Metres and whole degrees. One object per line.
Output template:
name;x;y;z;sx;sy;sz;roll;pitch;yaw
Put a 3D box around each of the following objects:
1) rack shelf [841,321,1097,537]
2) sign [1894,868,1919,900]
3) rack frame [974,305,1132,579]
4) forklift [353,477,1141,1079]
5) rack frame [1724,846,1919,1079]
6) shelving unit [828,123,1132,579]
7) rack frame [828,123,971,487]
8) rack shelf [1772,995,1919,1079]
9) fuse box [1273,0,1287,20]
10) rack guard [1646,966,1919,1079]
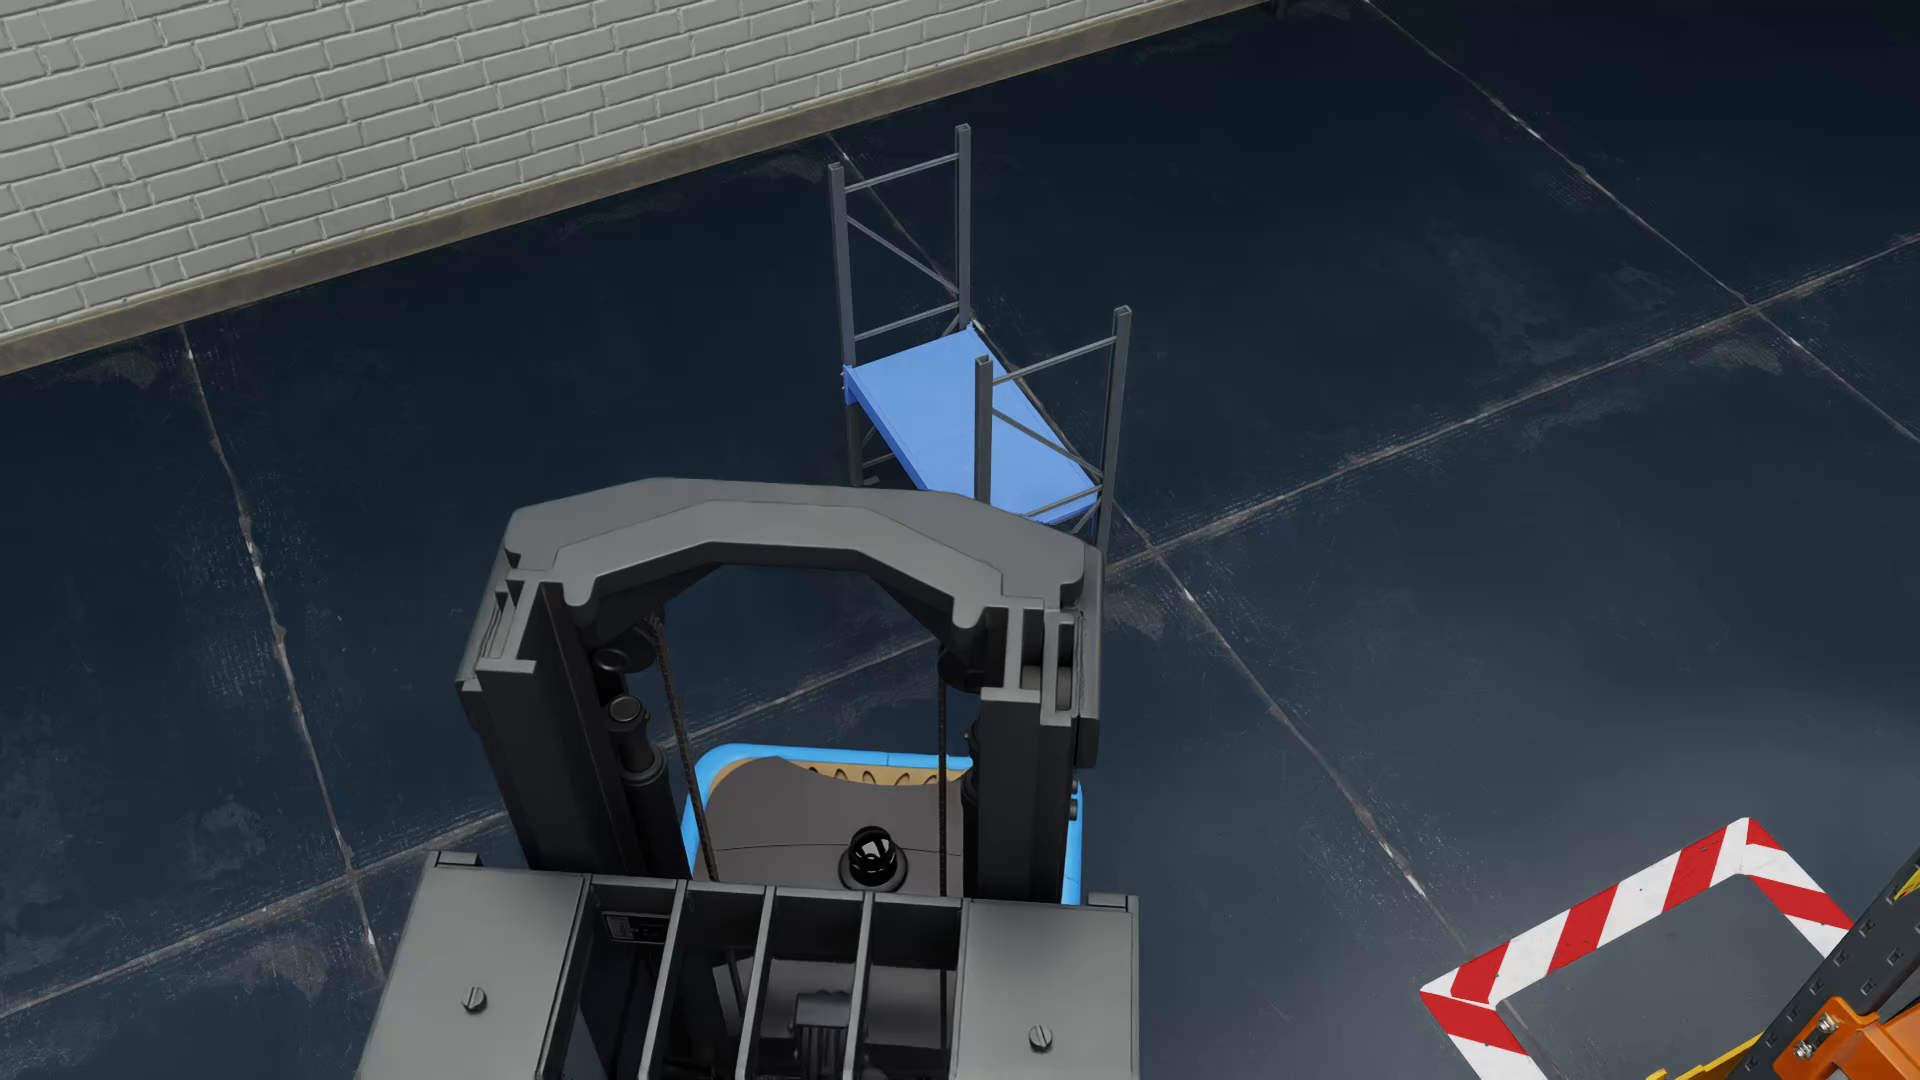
rack shelf;0.039;-0.318;5.771;0.538;0.185;1.000;-21;52;-18
sign;1.860;0.576;3.126;0.100;0.325;0.005;-21;52;-18
rack frame;0.272;-0.096;5.338;0.500;1.500;0.032;-21;52;-18
forklift;-0.293;1.406;3.073;1.130;2.935;3.031;3;49;3
rack frame;2.356;0.700;3.645;1.000;3.000;0.127;-21;52;-18
shelving unit;0.039;-0.437;5.636;0.538;1.500;1.048;-21;52;-18
rack frame;-0.194;-0.777;5.933;0.500;1.500;0.032;-21;52;-18
rack shelf;3.272;2.275;2.745;1.077;0.370;4.000;-21;52;-18
fuse box;1.690;-3.268;7.971;0.539;1.711;0.414;-21;52;-18
rack guard;2.346;1.507;4.600;1.175;0.500;0.348;-21;52;-18
